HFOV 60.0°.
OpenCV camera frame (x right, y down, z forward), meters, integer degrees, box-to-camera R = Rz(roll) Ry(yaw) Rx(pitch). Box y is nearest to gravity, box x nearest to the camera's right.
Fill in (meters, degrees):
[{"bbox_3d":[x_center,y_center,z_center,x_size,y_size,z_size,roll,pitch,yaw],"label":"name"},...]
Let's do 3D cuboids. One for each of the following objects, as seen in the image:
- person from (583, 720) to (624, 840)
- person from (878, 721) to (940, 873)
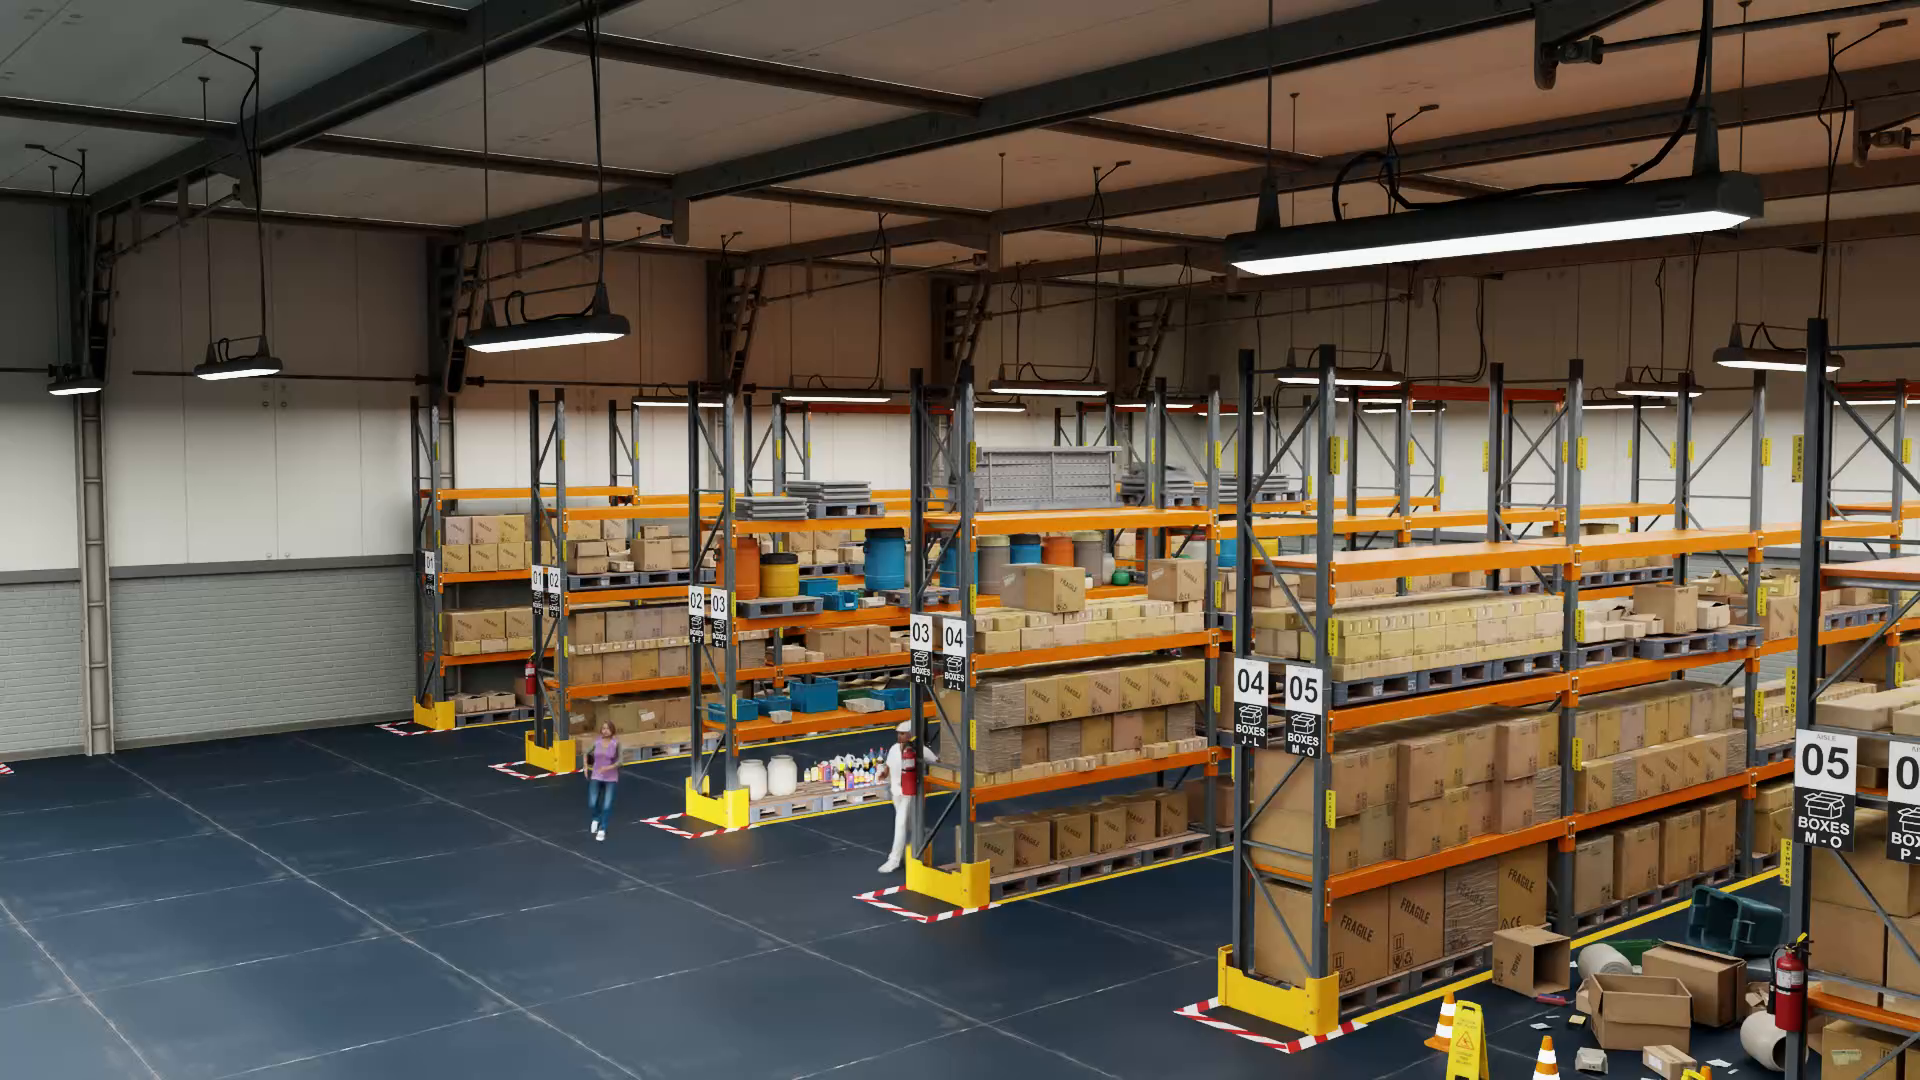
[{"bbox_3d":[-4.631,3.122,21.567,0.535,1.554,0.512,0,3,-8],"label":"person"},{"bbox_3d":[-0.641,3.077,20.203,0.702,1.771,0.985,3,5,43],"label":"person"}]
